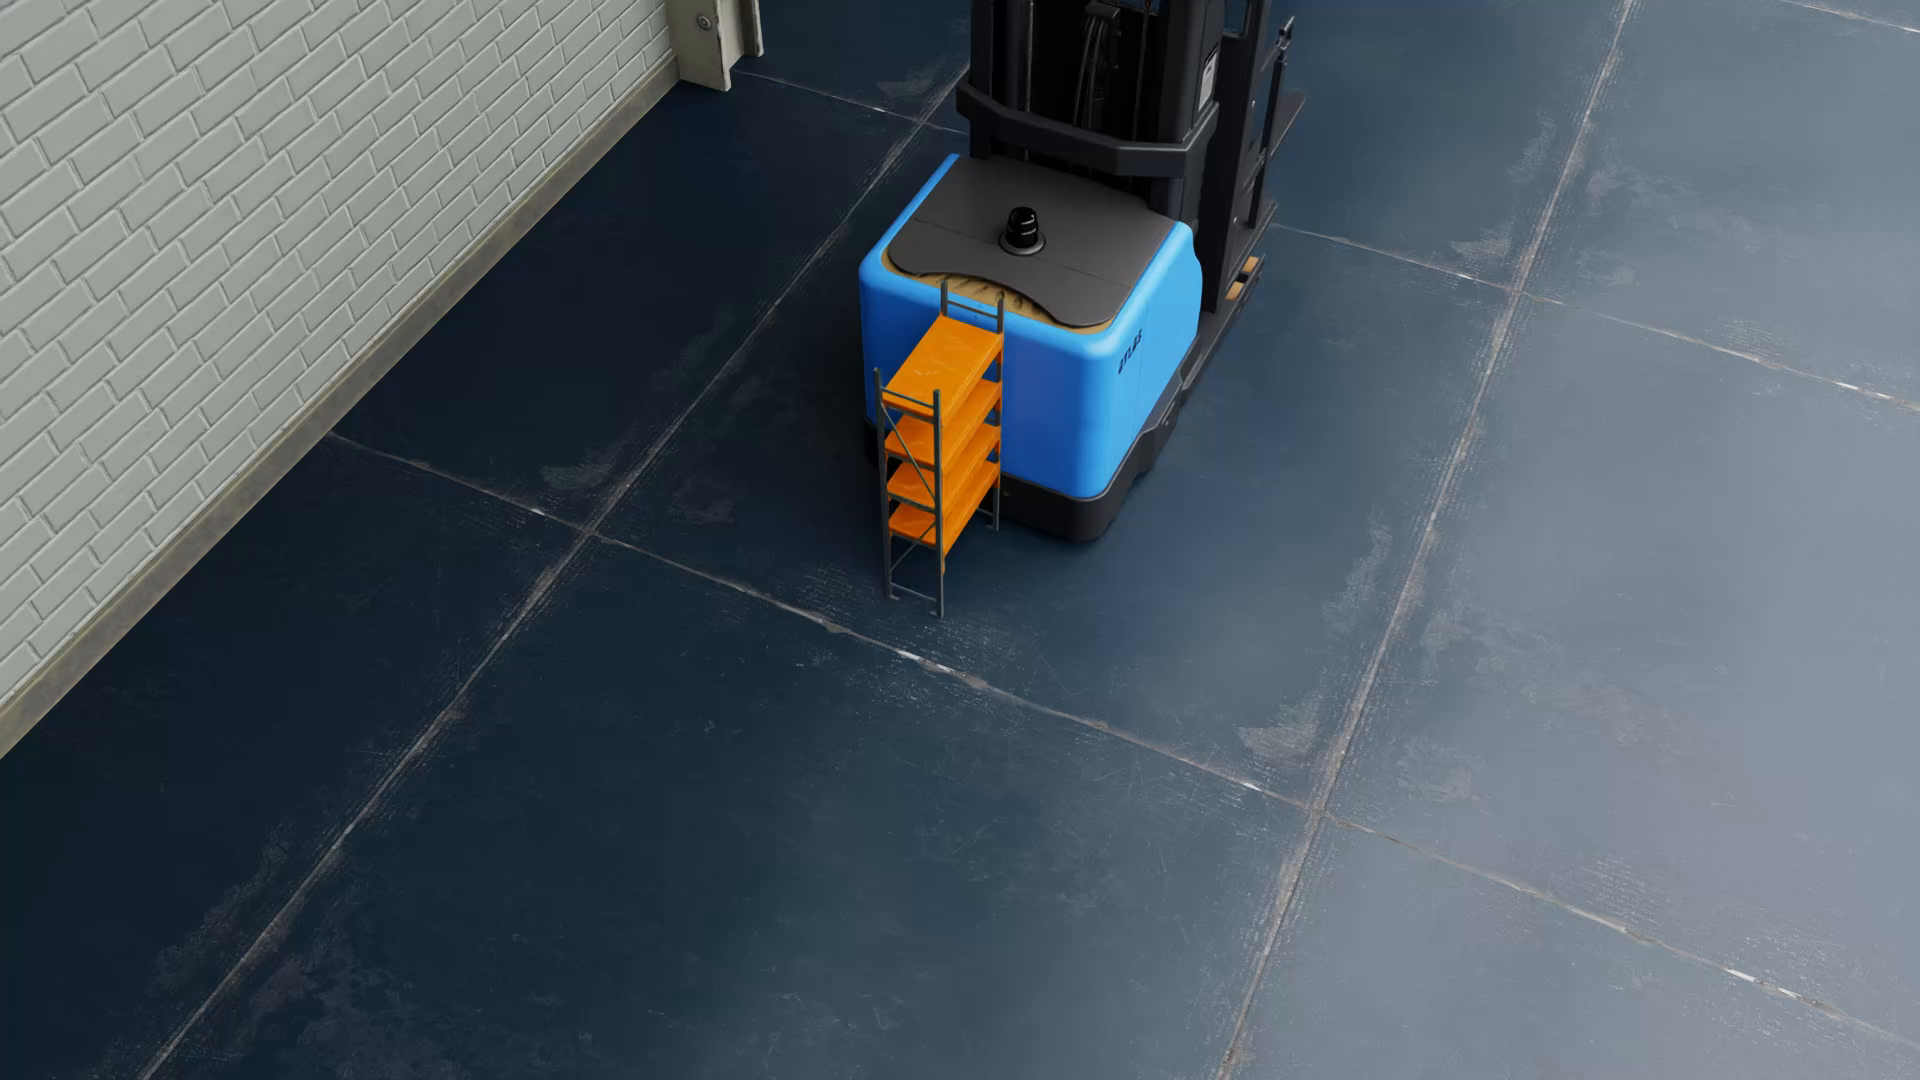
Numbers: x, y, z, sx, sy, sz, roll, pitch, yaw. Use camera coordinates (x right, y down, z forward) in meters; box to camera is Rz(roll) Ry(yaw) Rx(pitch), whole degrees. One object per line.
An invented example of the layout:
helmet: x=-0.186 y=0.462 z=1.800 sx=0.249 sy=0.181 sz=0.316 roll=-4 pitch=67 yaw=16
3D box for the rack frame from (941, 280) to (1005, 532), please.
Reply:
rack frame: x=0.043 y=-0.467 z=6.175 sx=0.240 sy=1.200 sz=0.015 roll=21 pitch=53 yaw=17

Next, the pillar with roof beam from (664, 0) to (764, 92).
pillar with roof beam: x=2.639 y=-3.998 z=4.059 sx=9.100 sy=9.000 sz=0.400 roll=20 pitch=52 yaw=16

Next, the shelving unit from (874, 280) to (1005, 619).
shelving unit: x=-0.065 y=-0.301 z=6.033 sx=0.258 sy=1.200 sz=0.503 roll=21 pitch=53 yaw=17

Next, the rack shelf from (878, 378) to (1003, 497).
rack shelf: x=-0.065 y=-0.402 z=5.914 sx=0.258 sy=0.148 sz=0.480 roll=21 pitch=53 yaw=17

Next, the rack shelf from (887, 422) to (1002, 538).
rack shelf: x=-0.065 y=-0.257 z=6.084 sx=0.258 sy=0.148 sz=0.480 roll=21 pitch=53 yaw=17

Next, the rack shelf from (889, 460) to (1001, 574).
rack shelf: x=-0.065 y=-0.128 z=6.235 sx=0.258 sy=0.148 sz=0.480 roll=21 pitch=53 yaw=17

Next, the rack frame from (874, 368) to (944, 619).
rack frame: x=-0.173 y=-0.134 z=5.891 sx=0.240 sy=1.200 sz=0.015 roll=21 pitch=53 yaw=17

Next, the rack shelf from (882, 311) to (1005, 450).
rack shelf: x=-0.065 y=-0.555 z=5.734 sx=0.258 sy=0.148 sz=0.480 roll=21 pitch=53 yaw=17

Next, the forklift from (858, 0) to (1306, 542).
forklift: x=0.720 y=-2.078 z=6.409 sx=1.130 sy=2.935 sz=3.031 roll=21 pitch=53 yaw=17
